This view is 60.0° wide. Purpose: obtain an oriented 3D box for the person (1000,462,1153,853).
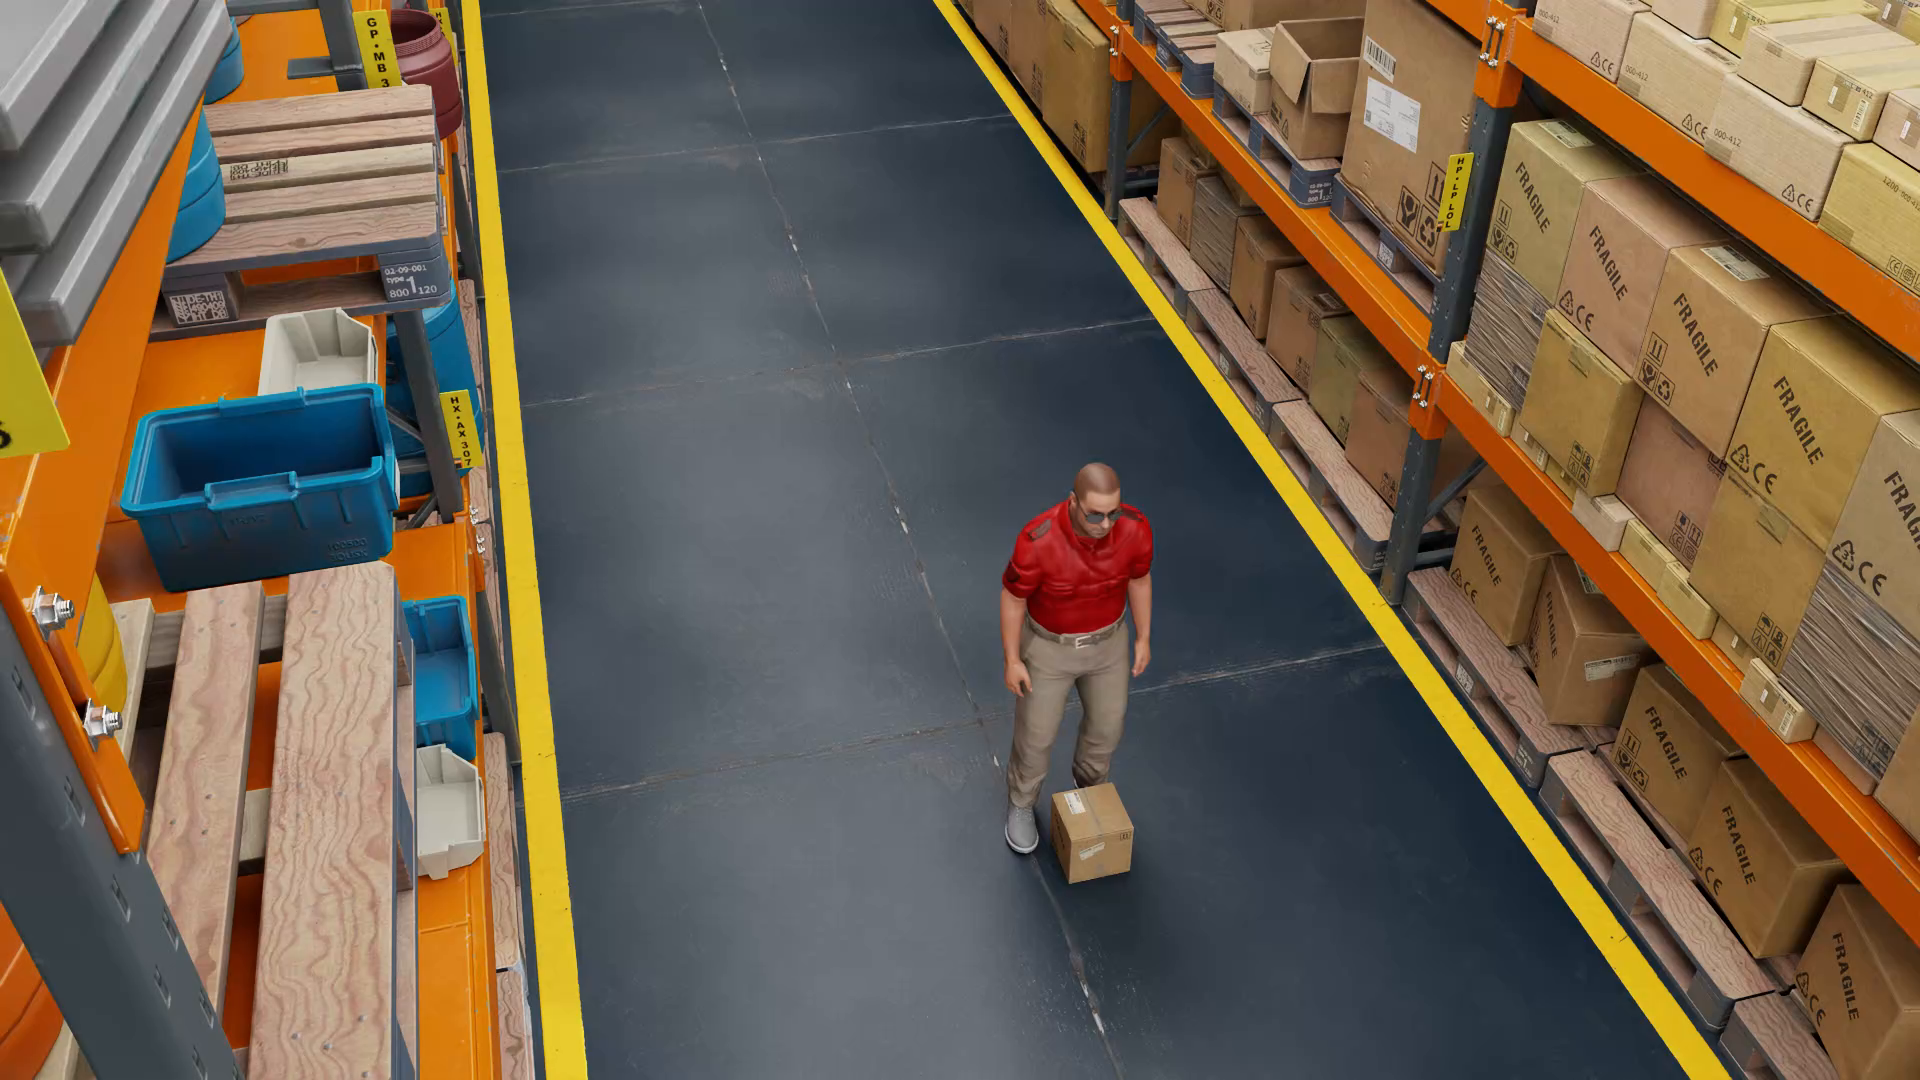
[{"bbox_3d":[0.433,0.408,6.202,0.579,1.727,0.391,-9,39,-12],"label":"person"}]
